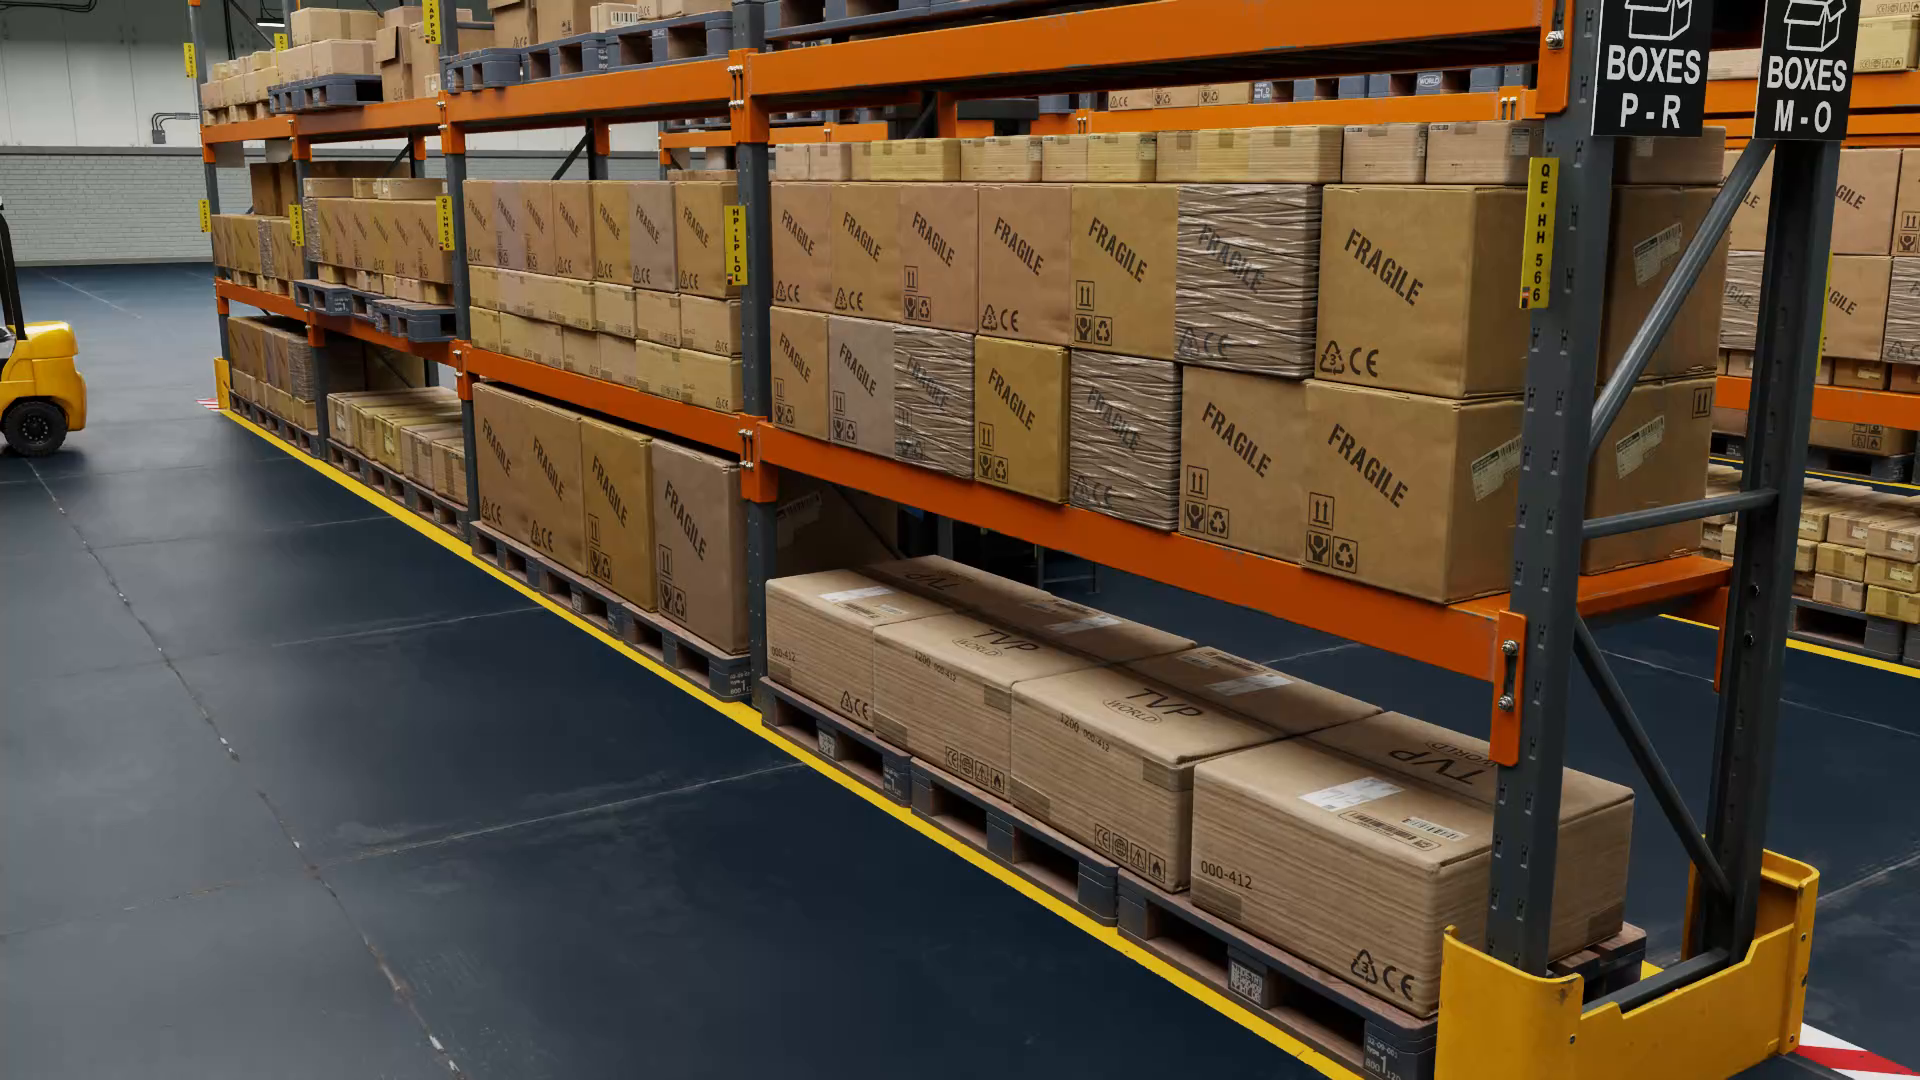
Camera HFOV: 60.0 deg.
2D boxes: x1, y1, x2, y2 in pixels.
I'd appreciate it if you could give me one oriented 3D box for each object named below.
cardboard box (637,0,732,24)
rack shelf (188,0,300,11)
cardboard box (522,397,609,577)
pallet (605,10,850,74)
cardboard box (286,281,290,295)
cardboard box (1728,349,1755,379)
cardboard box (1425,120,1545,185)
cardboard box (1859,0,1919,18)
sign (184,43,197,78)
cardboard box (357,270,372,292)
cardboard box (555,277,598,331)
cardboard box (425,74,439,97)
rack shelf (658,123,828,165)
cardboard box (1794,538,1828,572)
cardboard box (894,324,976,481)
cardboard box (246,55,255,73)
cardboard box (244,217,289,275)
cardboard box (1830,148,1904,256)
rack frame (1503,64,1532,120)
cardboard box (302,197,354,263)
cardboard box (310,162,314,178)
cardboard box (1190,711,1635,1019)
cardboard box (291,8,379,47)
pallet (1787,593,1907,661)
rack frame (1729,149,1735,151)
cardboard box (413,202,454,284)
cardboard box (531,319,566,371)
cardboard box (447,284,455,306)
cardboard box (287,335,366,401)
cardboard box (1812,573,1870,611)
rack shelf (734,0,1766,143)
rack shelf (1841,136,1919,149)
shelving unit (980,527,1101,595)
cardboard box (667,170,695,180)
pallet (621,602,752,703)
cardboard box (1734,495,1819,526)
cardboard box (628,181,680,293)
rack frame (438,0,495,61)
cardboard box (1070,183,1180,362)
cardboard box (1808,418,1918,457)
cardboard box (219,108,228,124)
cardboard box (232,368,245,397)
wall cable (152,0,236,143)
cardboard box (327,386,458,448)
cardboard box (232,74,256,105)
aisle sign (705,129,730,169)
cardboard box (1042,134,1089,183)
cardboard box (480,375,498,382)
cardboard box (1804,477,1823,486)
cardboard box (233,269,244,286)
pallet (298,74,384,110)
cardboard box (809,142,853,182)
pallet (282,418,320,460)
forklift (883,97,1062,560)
[{"bbox_3d":[-1.145,-2.523,7.584,0.500,0.311,0.500,-8,15,-33],"label":"cardboard box"},{"bbox_3d":[-6.023,-5.121,14.905,1.077,0.370,4.000,-8,15,-33],"label":"rack shelf"},{"bbox_3d":[-1.894,-0.351,9.437,0.875,0.875,0.875,-8,15,-32],"label":"cardboard box"},{"bbox_3d":[-1.031,-2.294,7.755,0.805,0.209,1.217,-9,15,-35],"label":"pallet"},{"bbox_3d":[-5.696,-2.231,14.629,0.380,0.149,0.250,-8,15,-34],"label":"cardboard box"},{"bbox_3d":[4.237,-0.928,8.672,0.380,0.149,0.250,-7,14,-30],"label":"cardboard box"},{"bbox_3d":[1.368,-0.947,4.080,0.380,0.149,0.250,-8,15,-32],"label":"cardboard box"},{"bbox_3d":[4.496,-2.618,7.974,0.500,0.250,0.500,-9,15,-35],"label":"cardboard box"},{"bbox_3d":[-7.583,-4.727,16.388,0.100,0.325,0.005,-8,15,-33],"label":"sign"},{"bbox_3d":[-4.173,-1.899,12.129,0.380,0.149,0.250,-7,14,-31],"label":"cardboard box"},{"bbox_3d":[-1.802,-1.254,8.754,0.500,0.250,0.500,-8,15,-32],"label":"cardboard box"},{"bbox_3d":[-3.192,-2.893,10.636,0.380,0.149,0.250,-8,15,-33],"label":"cardboard box"},{"bbox_3d":[-1.958,-4.261,17.987,1.077,0.370,4.000,-8,15,-33],"label":"rack shelf"},{"bbox_3d":[4.379,0.049,8.611,0.380,0.149,0.250,-8,15,-32],"label":"cardboard box"},{"bbox_3d":[0.105,-0.520,5.983,0.500,0.500,0.500,-8,15,-32],"label":"cardboard box"},{"bbox_3d":[-6.047,-4.173,14.622,0.380,0.149,0.250,-8,15,-32],"label":"cardboard box"},{"bbox_3d":[-6.238,-2.704,15.275,0.500,0.500,0.500,-8,15,-34],"label":"cardboard box"},{"bbox_3d":[4.466,-1.667,8.192,0.500,0.500,0.500,-9,15,-35],"label":"cardboard box"},{"bbox_3d":[3.583,-1.368,10.098,1.000,3.000,0.127,-8,15,-33],"label":"rack frame"},{"bbox_3d":[-4.894,-2.469,13.219,0.500,0.500,0.500,-8,14,-31],"label":"cardboard box"},{"bbox_3d":[-5.498,-3.160,15.019,0.700,0.500,0.500,-8,15,-34],"label":"cardboard box"},{"bbox_3d":[1.285,0.888,4.795,0.875,0.438,0.875,-9,15,-35],"label":"cardboard box"},{"bbox_3d":[-4.640,-3.790,12.348,0.500,0.250,0.500,-8,15,-34],"label":"cardboard box"},{"bbox_3d":[4.664,0.326,8.876,1.003,0.211,1.213,-8,15,-33],"label":"pallet"},{"bbox_3d":[11.584,-4.532,24.565,1.000,3.000,0.127,-8,15,-33],"label":"rack frame"},{"bbox_3d":[-3.182,-1.923,10.721,0.500,0.500,0.500,-9,15,-34],"label":"cardboard box"},{"bbox_3d":[-2.052,-1.103,9.233,0.500,0.250,0.500,-8,14,-31],"label":"cardboard box"},{"bbox_3d":[-3.076,-1.589,10.711,0.380,0.149,0.250,-7,14,-31],"label":"cardboard box"},{"bbox_3d":[-5.466,-1.489,14.347,0.500,0.500,0.500,-8,15,-34],"label":"cardboard box"},{"bbox_3d":[4.556,0.239,8.436,0.380,0.149,0.250,-8,15,-32],"label":"cardboard box"},{"bbox_3d":[0.626,-1.523,5.466,1.077,0.370,4.000,-8,15,-33],"label":"rack shelf"},{"bbox_3d":[10.783,-3.993,16.764,1.077,0.370,4.000,-8,15,-33],"label":"rack shelf"},{"bbox_3d":[0.458,-0.483,9.558,0.431,1.500,0.755,-6,14,-24],"label":"shelving unit"},{"bbox_3d":[-2.893,-4.033,19.403,0.875,0.550,0.550,-8,15,-33],"label":"cardboard box"},{"bbox_3d":[-0.973,0.469,8.221,1.003,0.211,1.213,-8,15,-33],"label":"pallet"},{"bbox_3d":[4.342,-0.153,8.839,0.380,0.149,0.250,-9,15,-35],"label":"cardboard box"},{"bbox_3d":[-1.232,-1.443,7.863,0.500,0.500,0.500,-8,15,-32],"label":"cardboard box"},{"bbox_3d":[-2.699,-4.407,9.949,1.000,3.000,0.127,-8,15,-33],"label":"rack frame"},{"bbox_3d":[0.683,-0.826,5.042,0.500,0.500,0.500,-8,15,-33],"label":"cardboard box"},{"bbox_3d":[7.396,-1.216,13.392,1.225,0.875,0.875,-8,15,-33],"label":"cardboard box"},{"bbox_3d":[-6.879,-4.057,15.957,0.380,0.149,0.250,-8,14,-31],"label":"cardboard box"},{"bbox_3d":[-6.914,-1.584,16.539,0.500,0.250,0.500,-8,15,-33],"label":"cardboard box"},{"bbox_3d":[-20.867,-13.809,44.983,2.305,6.003,0.169,-8,15,-33],"label":"wall cable"},{"bbox_3d":[-4.622,-1.016,13.653,0.950,0.372,0.625,-8,15,-32],"label":"cardboard box"},{"bbox_3d":[-6.229,-4.042,14.957,0.500,0.250,0.500,-8,15,-32],"label":"cardboard box"},{"bbox_3d":[-2.856,-4.821,19.799,0.394,0.787,0.004,-8,15,-33],"label":"aisle sign"},{"bbox_3d":[0.486,-1.217,5.312,0.380,0.149,0.250,-8,14,-31],"label":"cardboard box"},{"bbox_3d":[-4.376,-1.319,15.717,0.500,0.500,0.500,1,12,6],"label":"cardboard box"},{"bbox_3d":[4.621,-0.262,9.337,0.380,0.149,0.250,-9,15,-35],"label":"cardboard box"},{"bbox_3d":[-6.782,-2.540,16.046,0.380,0.149,0.250,-8,15,-32],"label":"cardboard box"},{"bbox_3d":[-4.084,-3.254,12.141,1.213,0.211,1.003,-8,15,-33],"label":"pallet"},{"bbox_3d":[-0.368,-1.488,6.553,0.380,0.149,0.250,-8,15,-32],"label":"cardboard box"},{"bbox_3d":[-5.316,-0.940,14.667,1.003,0.211,1.213,-8,15,-33],"label":"pallet"},{"bbox_3d":[-0.158,-1.572,11.189,1.130,2.935,3.031,-4,13,-17],"label":"forklift"}]
